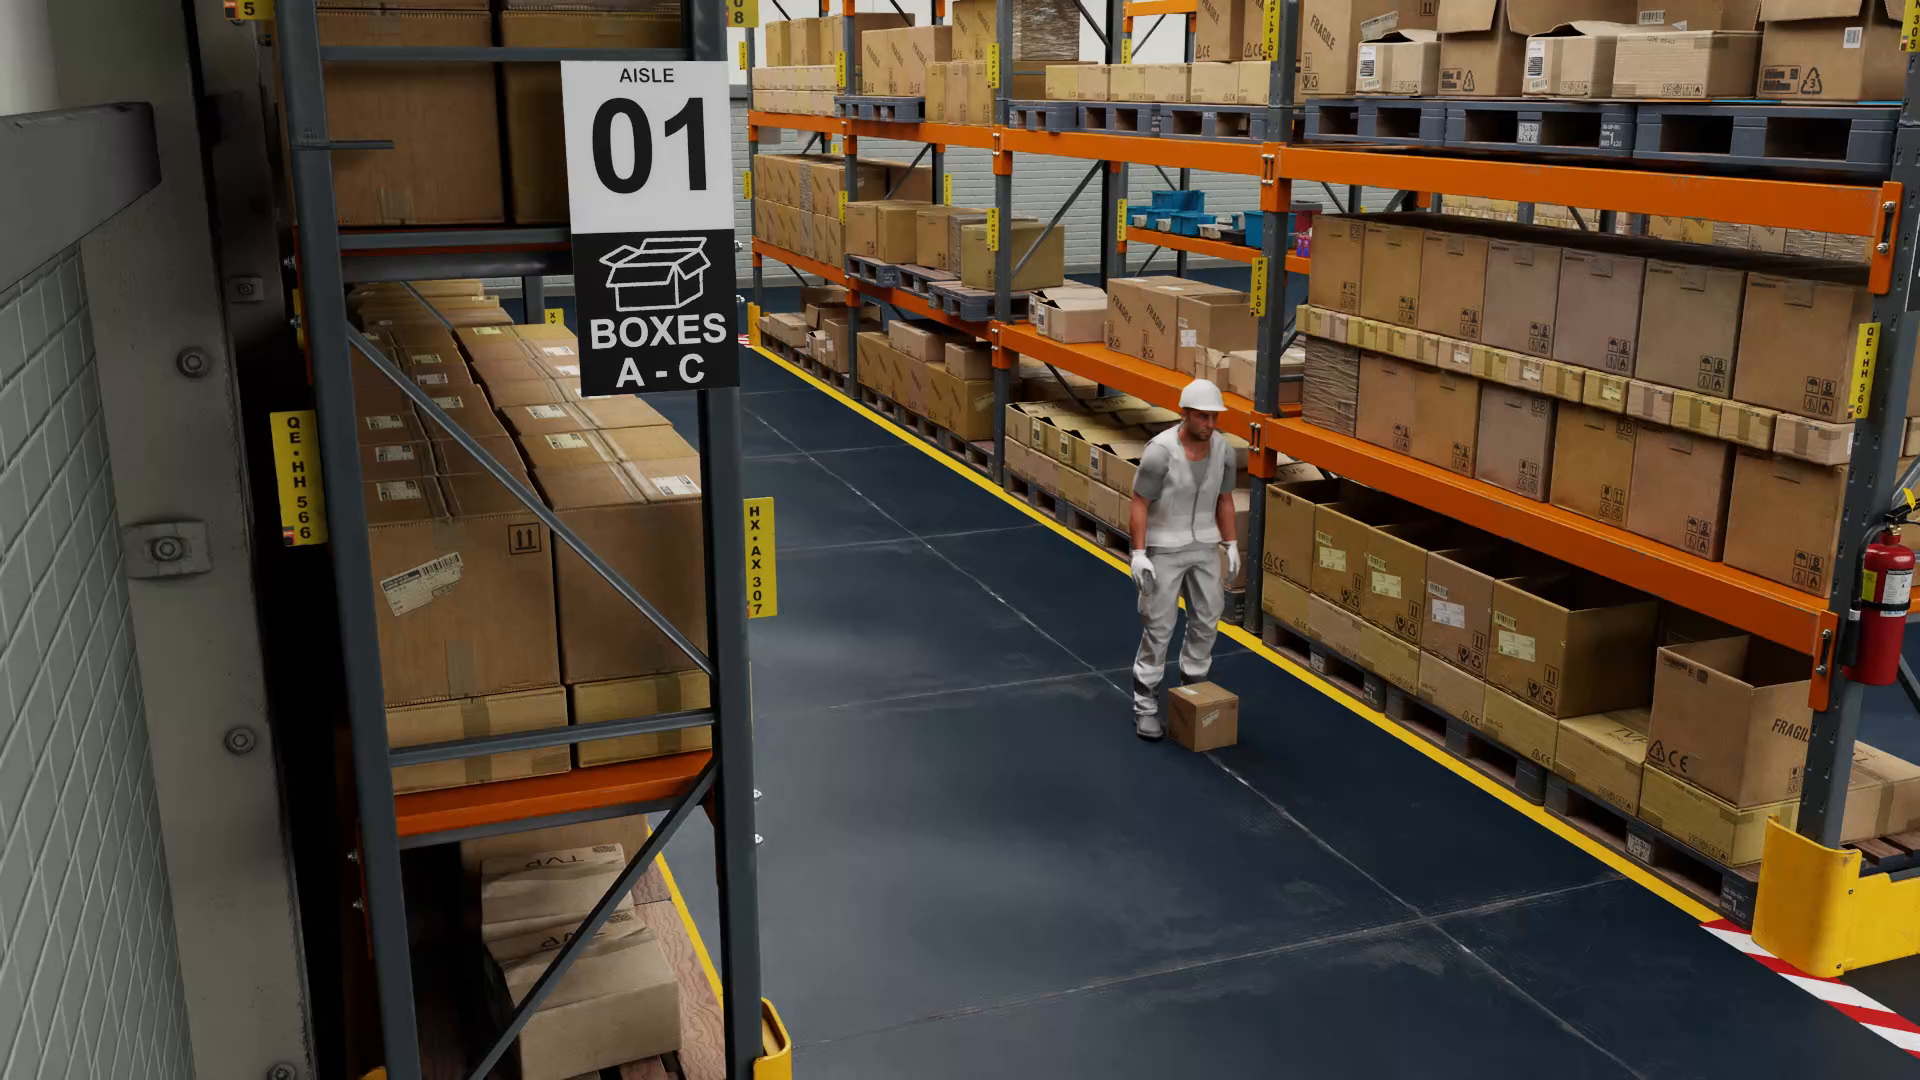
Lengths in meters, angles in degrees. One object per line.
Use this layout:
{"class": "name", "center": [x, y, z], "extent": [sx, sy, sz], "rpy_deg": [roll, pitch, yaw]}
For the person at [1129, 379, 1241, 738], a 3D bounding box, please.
{"class": "person", "center": [1.112, 0.080, 8.207], "extent": [0.609, 1.779, 0.454], "rpy_deg": [-6, 17, -21]}
